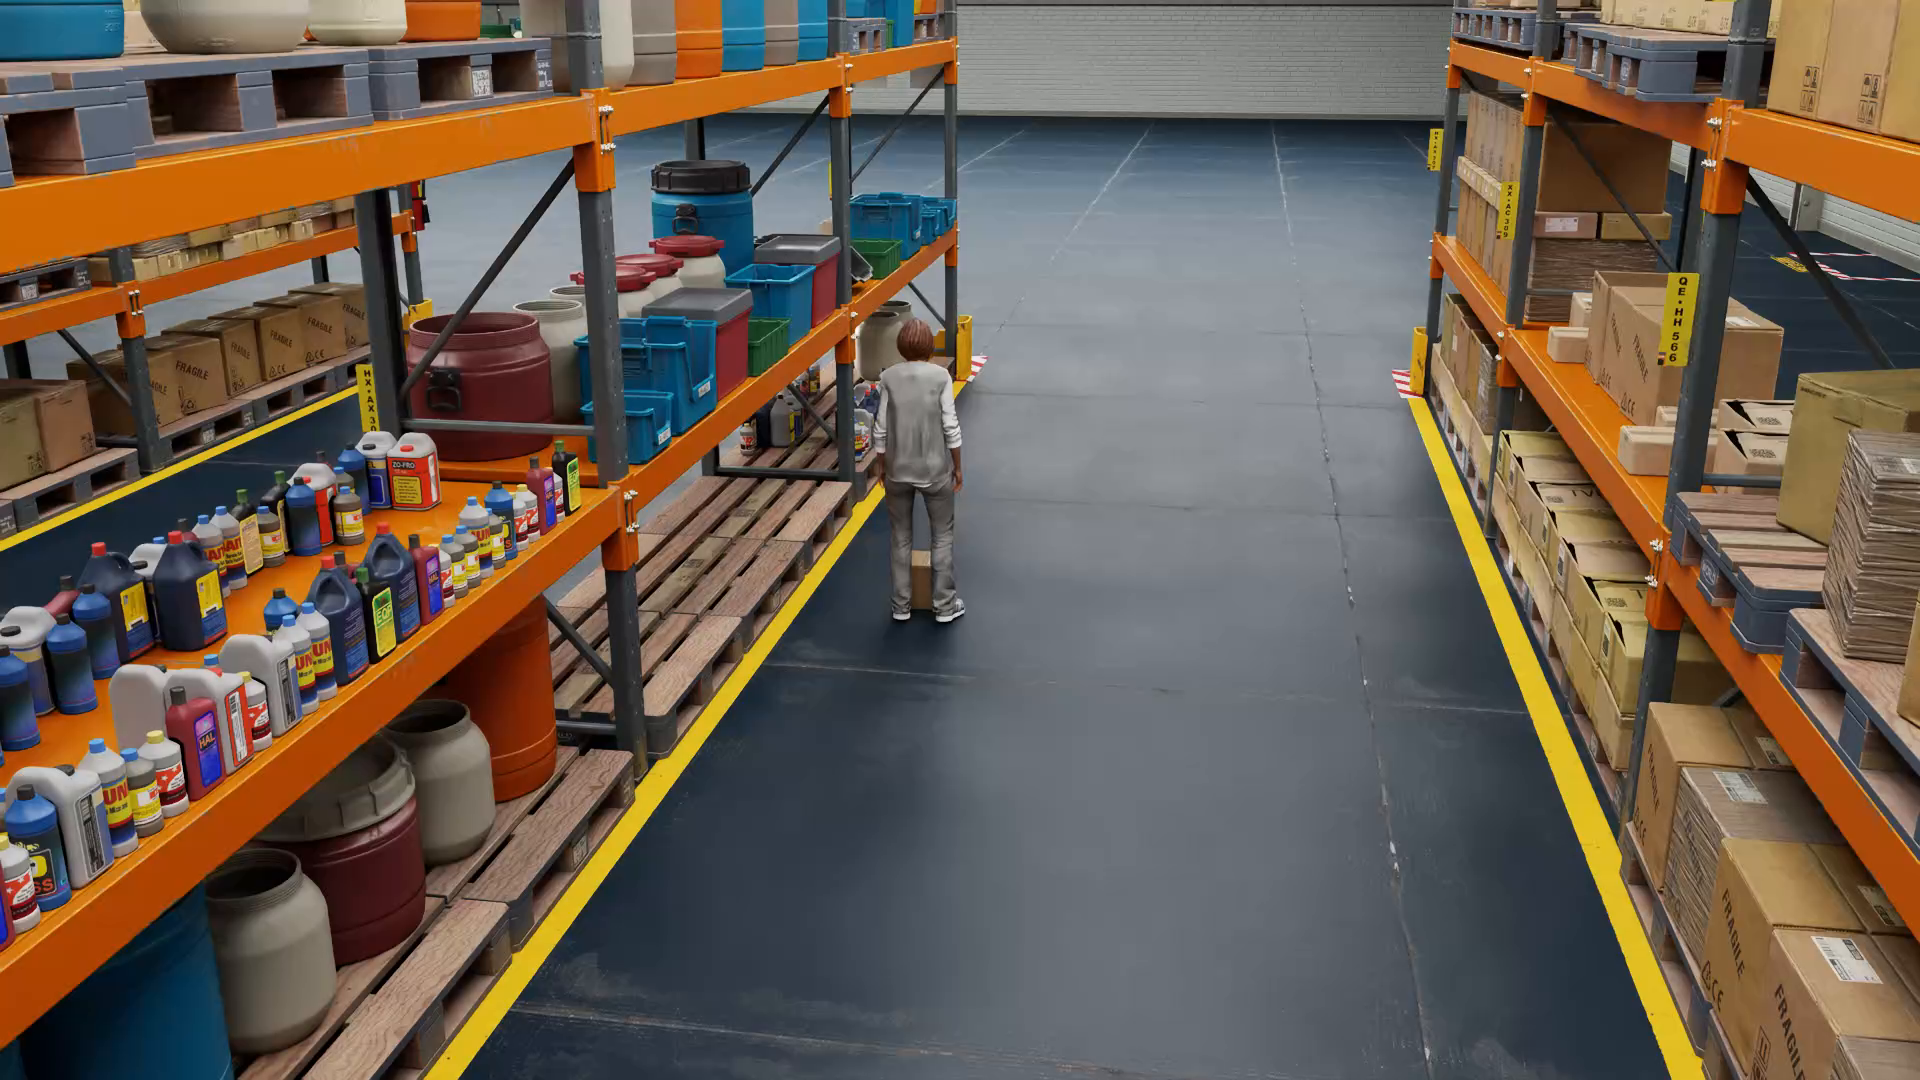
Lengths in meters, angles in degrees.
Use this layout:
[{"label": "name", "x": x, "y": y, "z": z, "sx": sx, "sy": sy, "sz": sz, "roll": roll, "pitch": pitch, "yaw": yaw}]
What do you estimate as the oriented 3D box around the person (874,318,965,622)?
[{"label": "person", "x": -0.215, "y": -0.345, "z": 8.624, "sx": 0.459, "sy": 1.593, "sz": 0.347, "roll": 3, "pitch": 18, "yaw": 8}]
